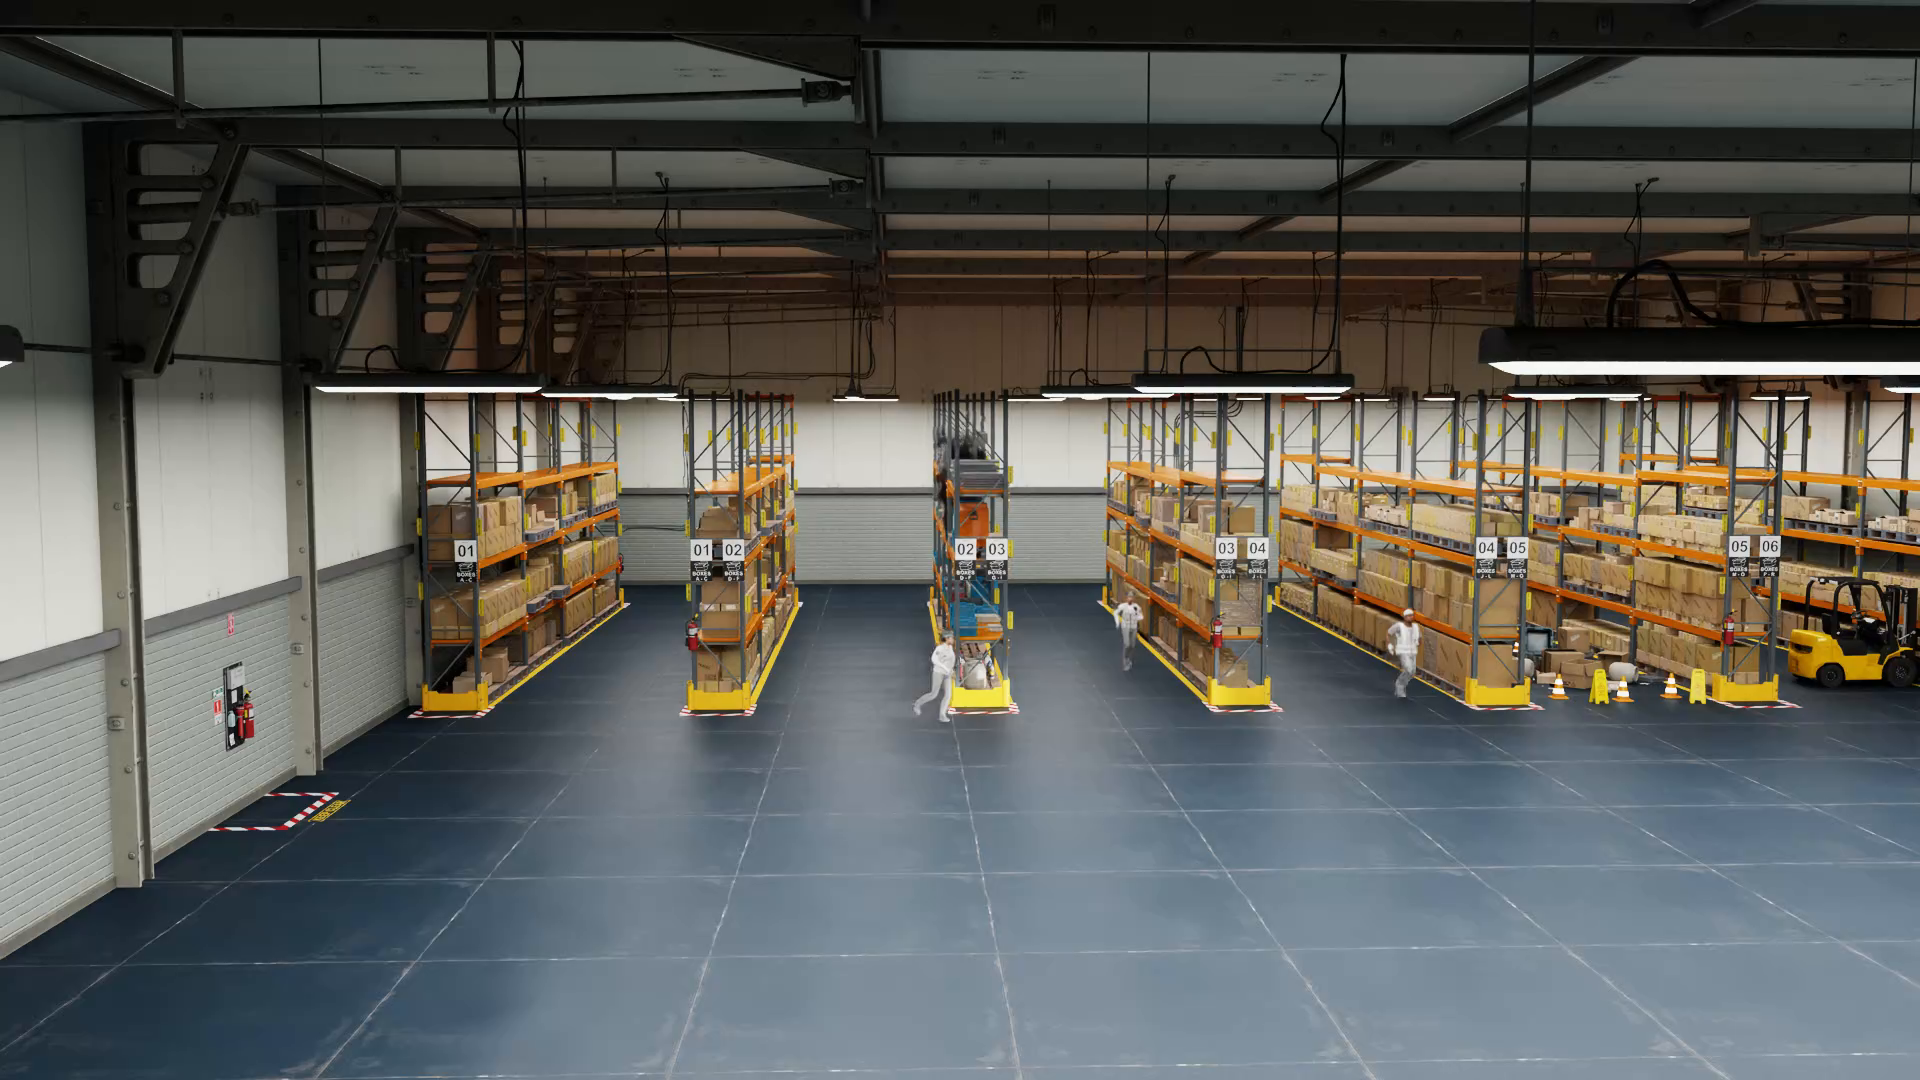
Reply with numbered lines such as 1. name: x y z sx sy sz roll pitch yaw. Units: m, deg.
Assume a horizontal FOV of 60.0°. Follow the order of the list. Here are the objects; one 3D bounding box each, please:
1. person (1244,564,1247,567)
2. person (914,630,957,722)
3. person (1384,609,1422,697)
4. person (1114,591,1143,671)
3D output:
1. person: 7.954 1.161 45.277 0.568 1.667 0.925 0 5 3
2. person: -0.356 2.447 30.326 0.868 1.609 0.673 3 6 37
3. person: 8.692 2.205 32.332 0.679 1.717 0.631 -2 5 -23
4. person: 3.656 1.958 35.899 0.576 1.744 0.732 -1 5 -9
